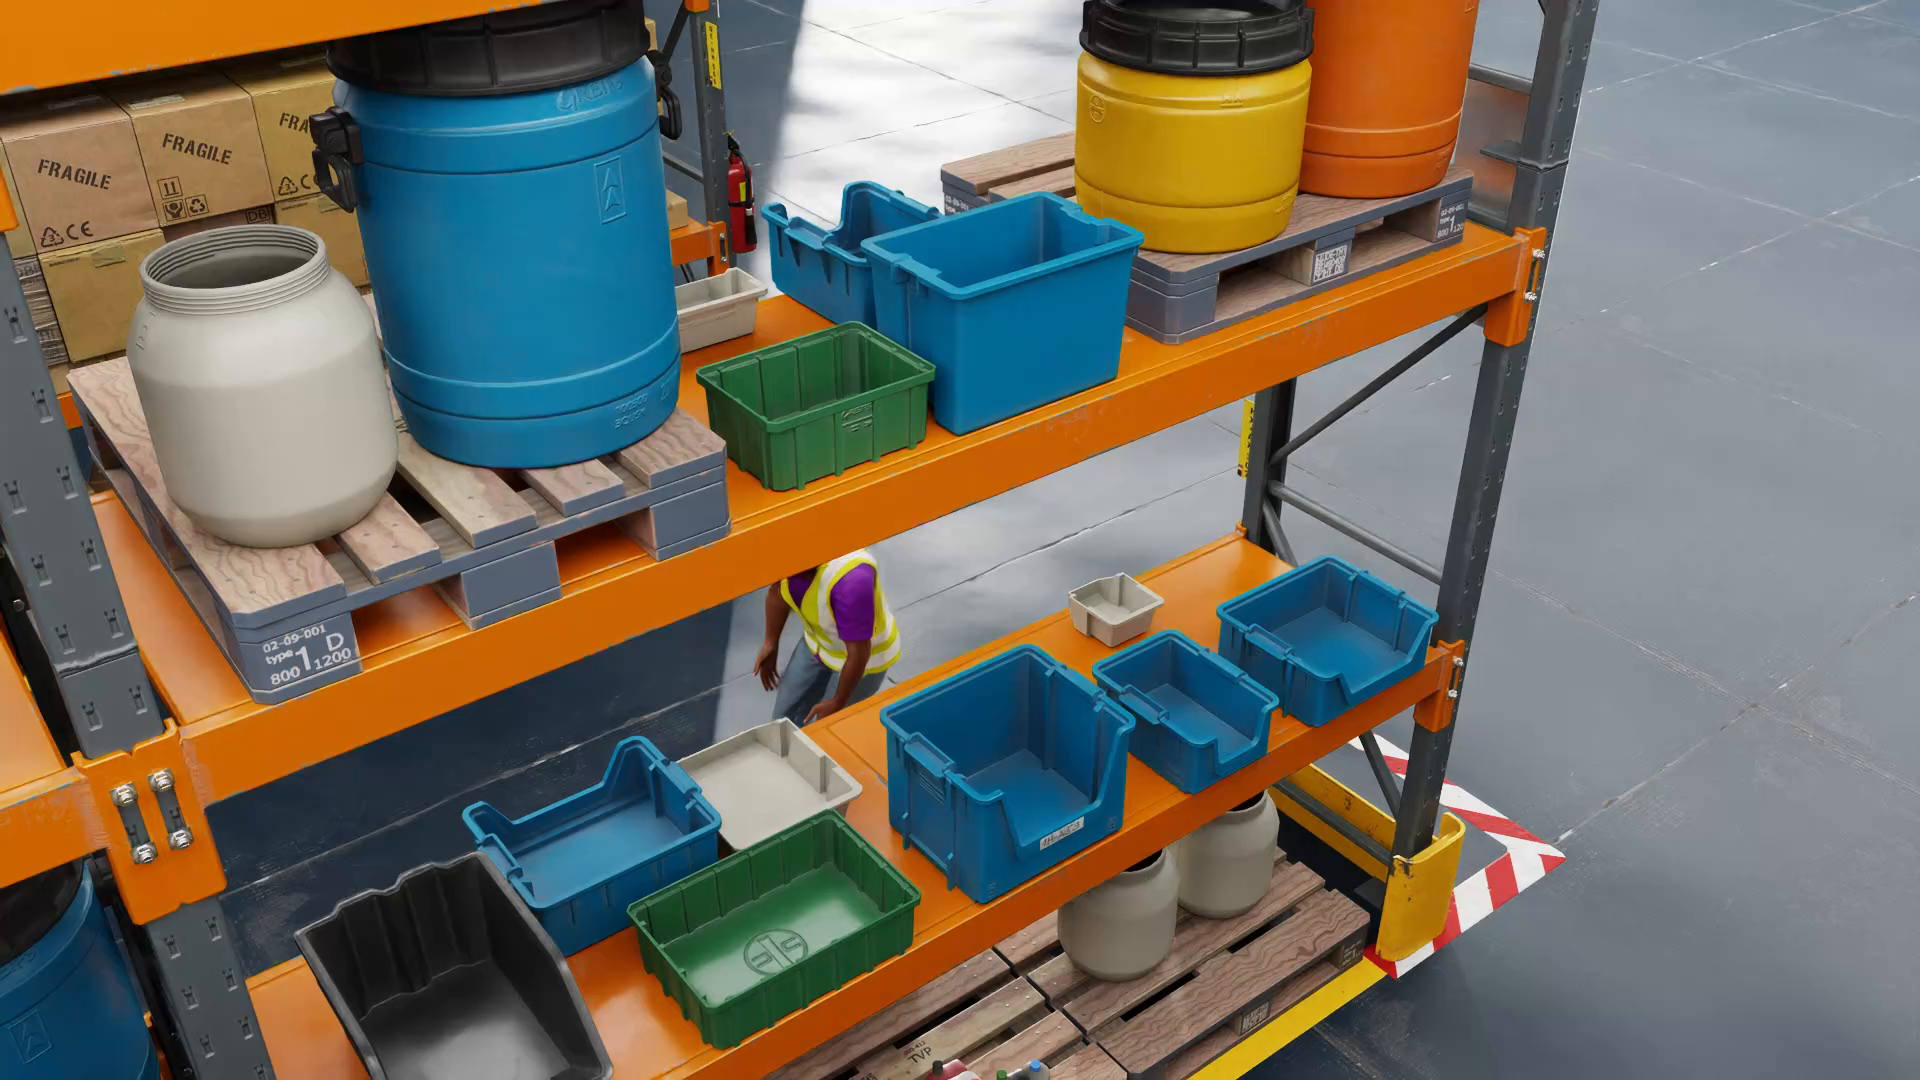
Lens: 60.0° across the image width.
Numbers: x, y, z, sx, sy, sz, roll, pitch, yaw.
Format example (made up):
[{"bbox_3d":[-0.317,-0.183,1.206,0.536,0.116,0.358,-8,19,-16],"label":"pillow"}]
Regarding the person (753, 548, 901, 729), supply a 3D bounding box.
[{"bbox_3d":[-0.523,0.485,6.485,0.599,1.614,0.616,-22,38,-31],"label":"person"}]
